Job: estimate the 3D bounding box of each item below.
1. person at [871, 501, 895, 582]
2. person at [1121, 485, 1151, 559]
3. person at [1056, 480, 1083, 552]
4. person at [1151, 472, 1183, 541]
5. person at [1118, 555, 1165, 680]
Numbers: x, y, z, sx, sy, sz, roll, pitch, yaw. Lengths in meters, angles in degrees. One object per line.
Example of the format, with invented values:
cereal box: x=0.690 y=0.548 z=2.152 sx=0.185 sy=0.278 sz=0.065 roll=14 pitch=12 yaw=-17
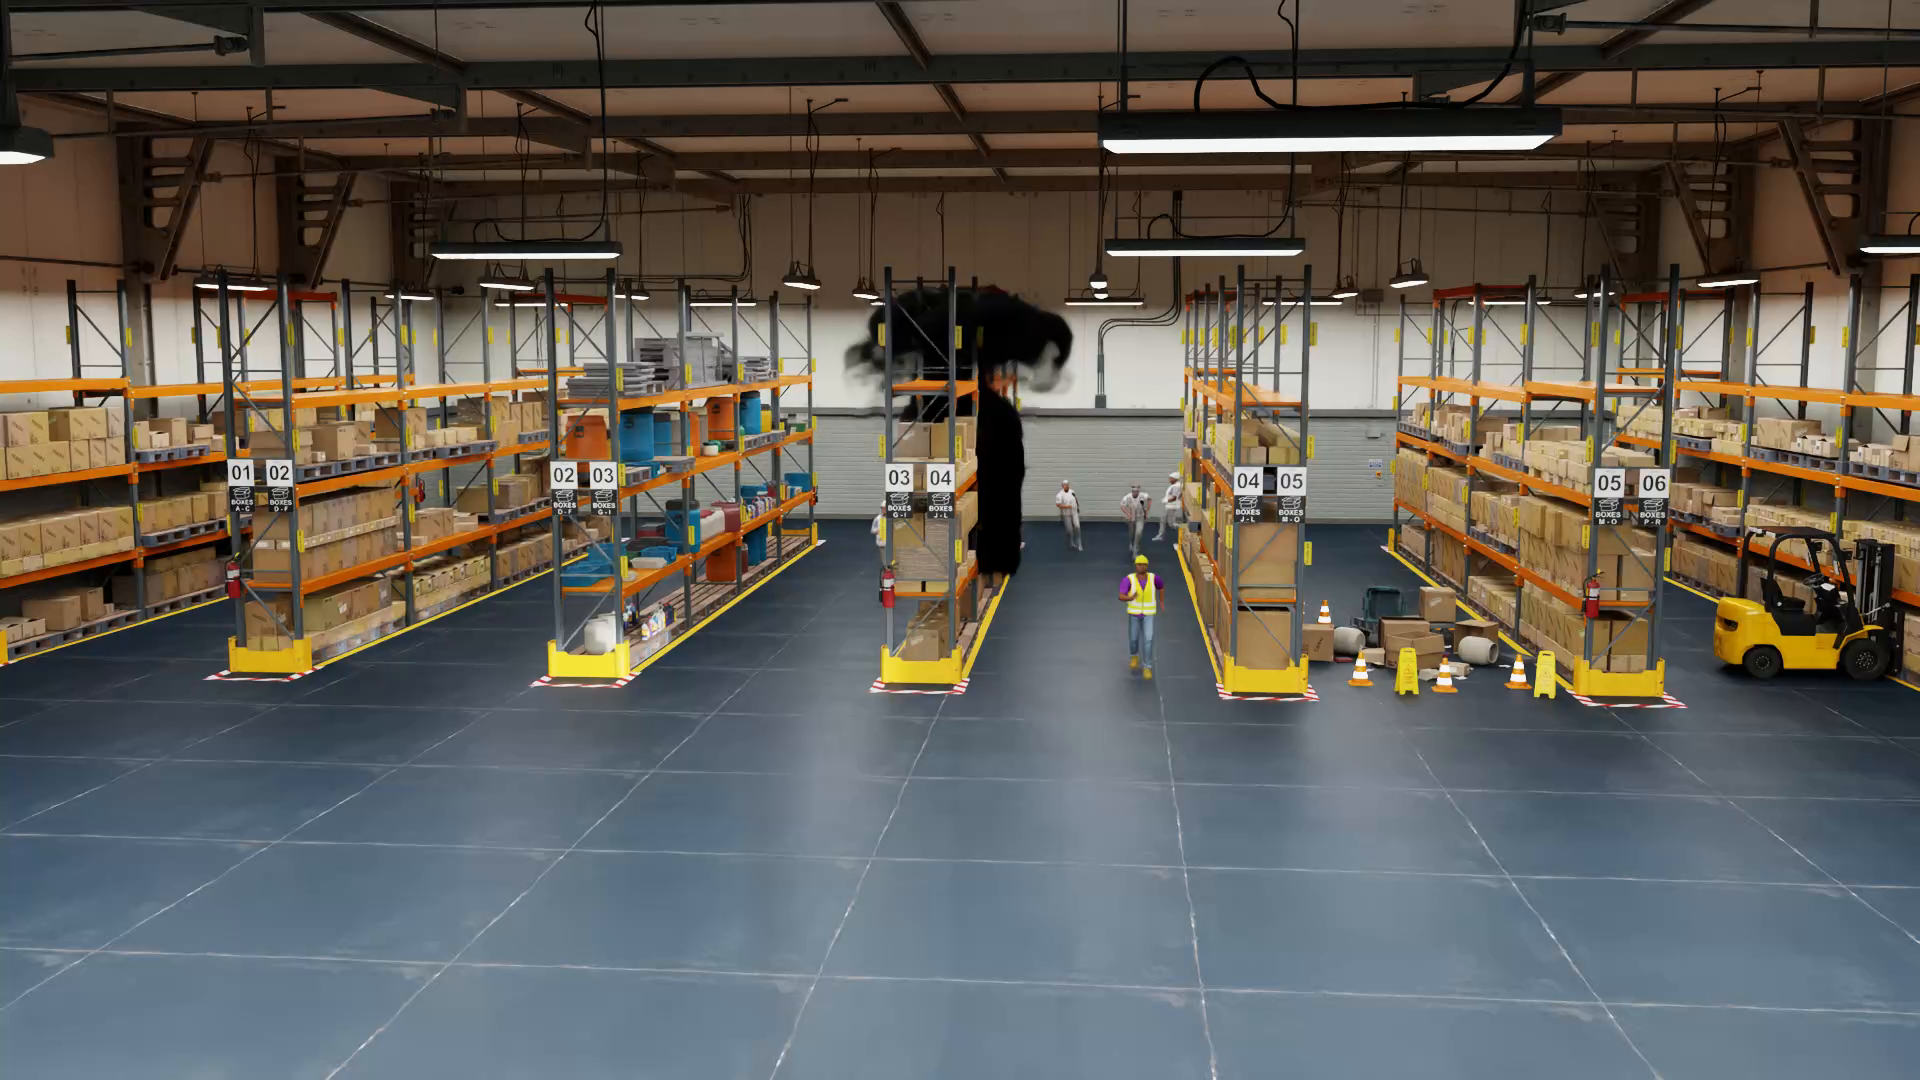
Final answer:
person: x=-1.450 y=0.129 z=32.996 sx=0.638 sy=1.835 sz=0.777 roll=1 pitch=7 yaw=8
person: x=4.034 y=-0.436 z=38.233 sx=0.700 sy=1.722 sz=1.017 roll=0 pitch=7 yaw=2
person: x=2.560 y=-0.584 z=39.277 sx=0.605 sy=1.660 sz=0.766 roll=-1 pitch=7 yaw=-11
person: x=5.150 y=-0.807 z=40.651 sx=0.961 sy=1.722 sz=0.714 roll=1 pitch=7 yaw=8
person: x=2.699 y=1.109 z=24.707 sx=0.704 sy=1.779 sz=0.936 roll=0 pitch=7 yaw=3
